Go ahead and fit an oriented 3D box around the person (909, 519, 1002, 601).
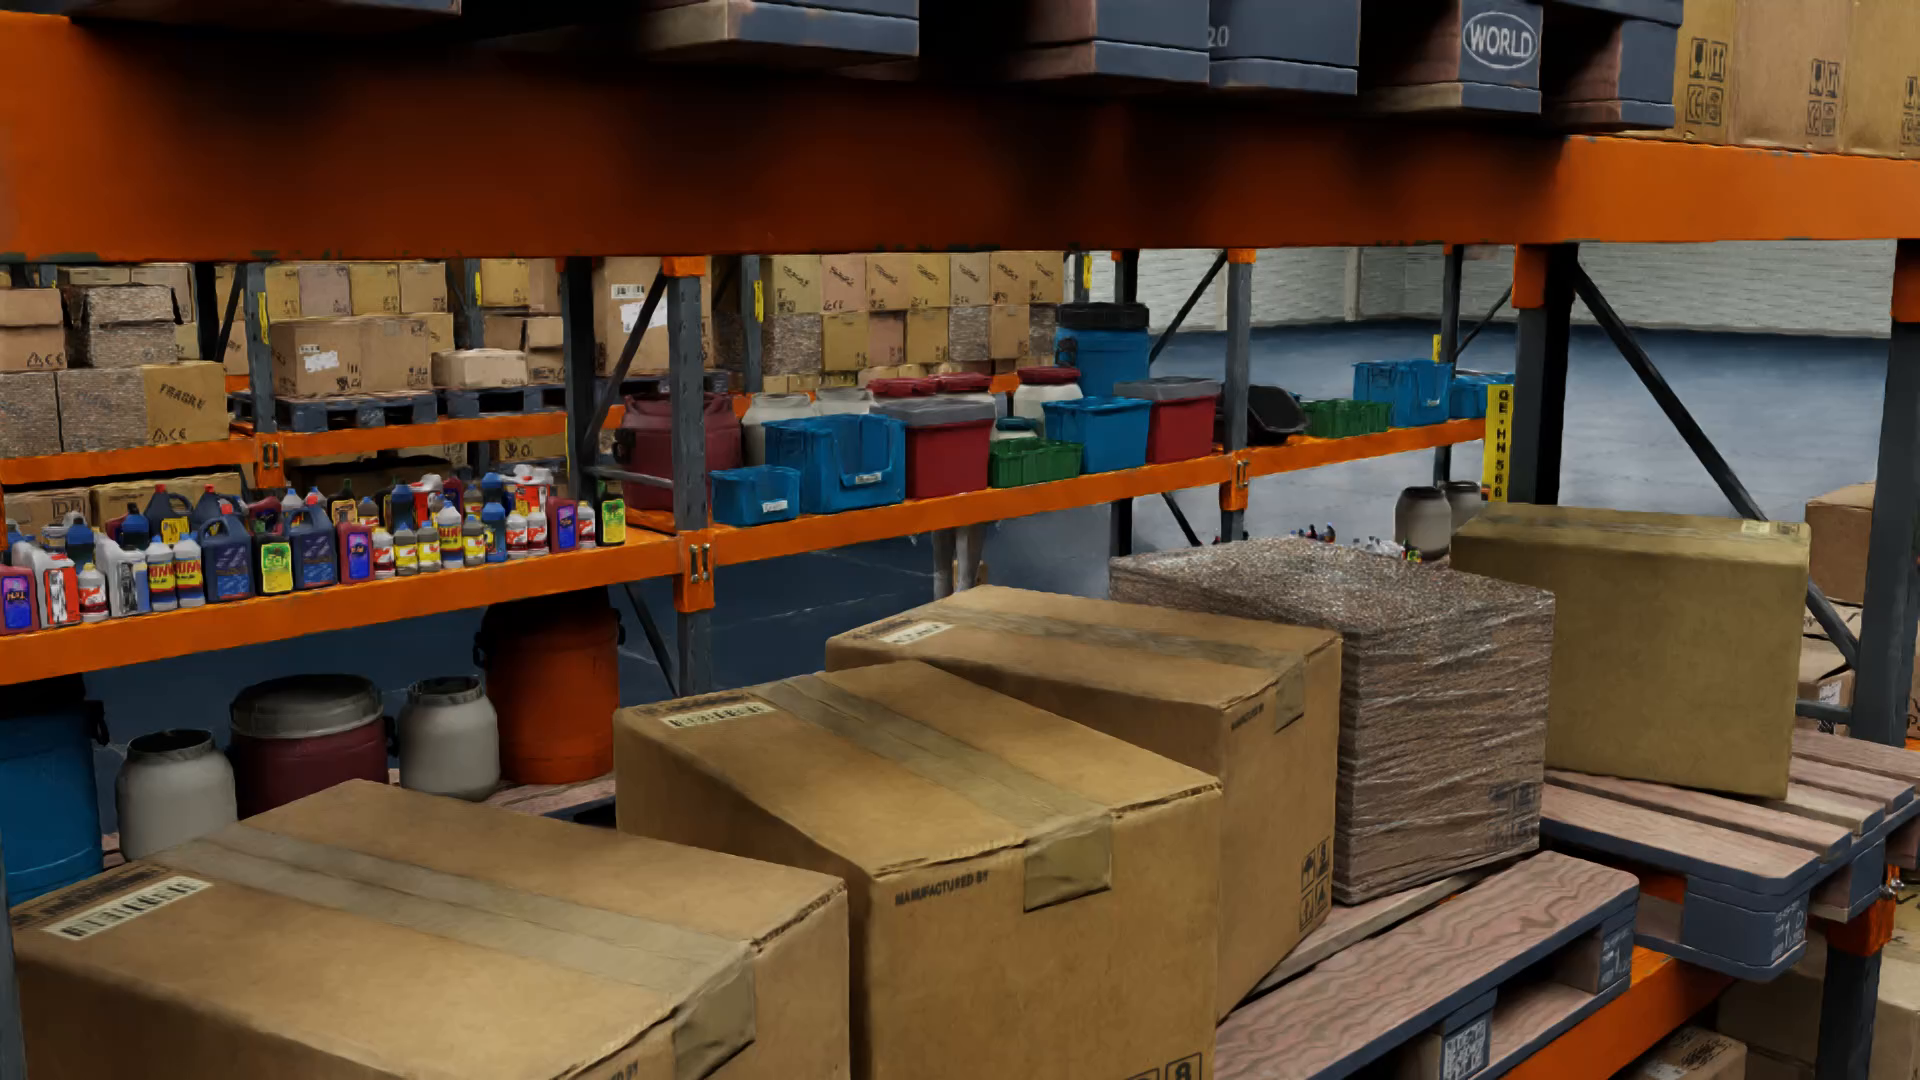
[{"bbox_3d":[-0.002,-0.121,10.570,0.590,1.632,0.699,4,11,21],"label":"person"}]
